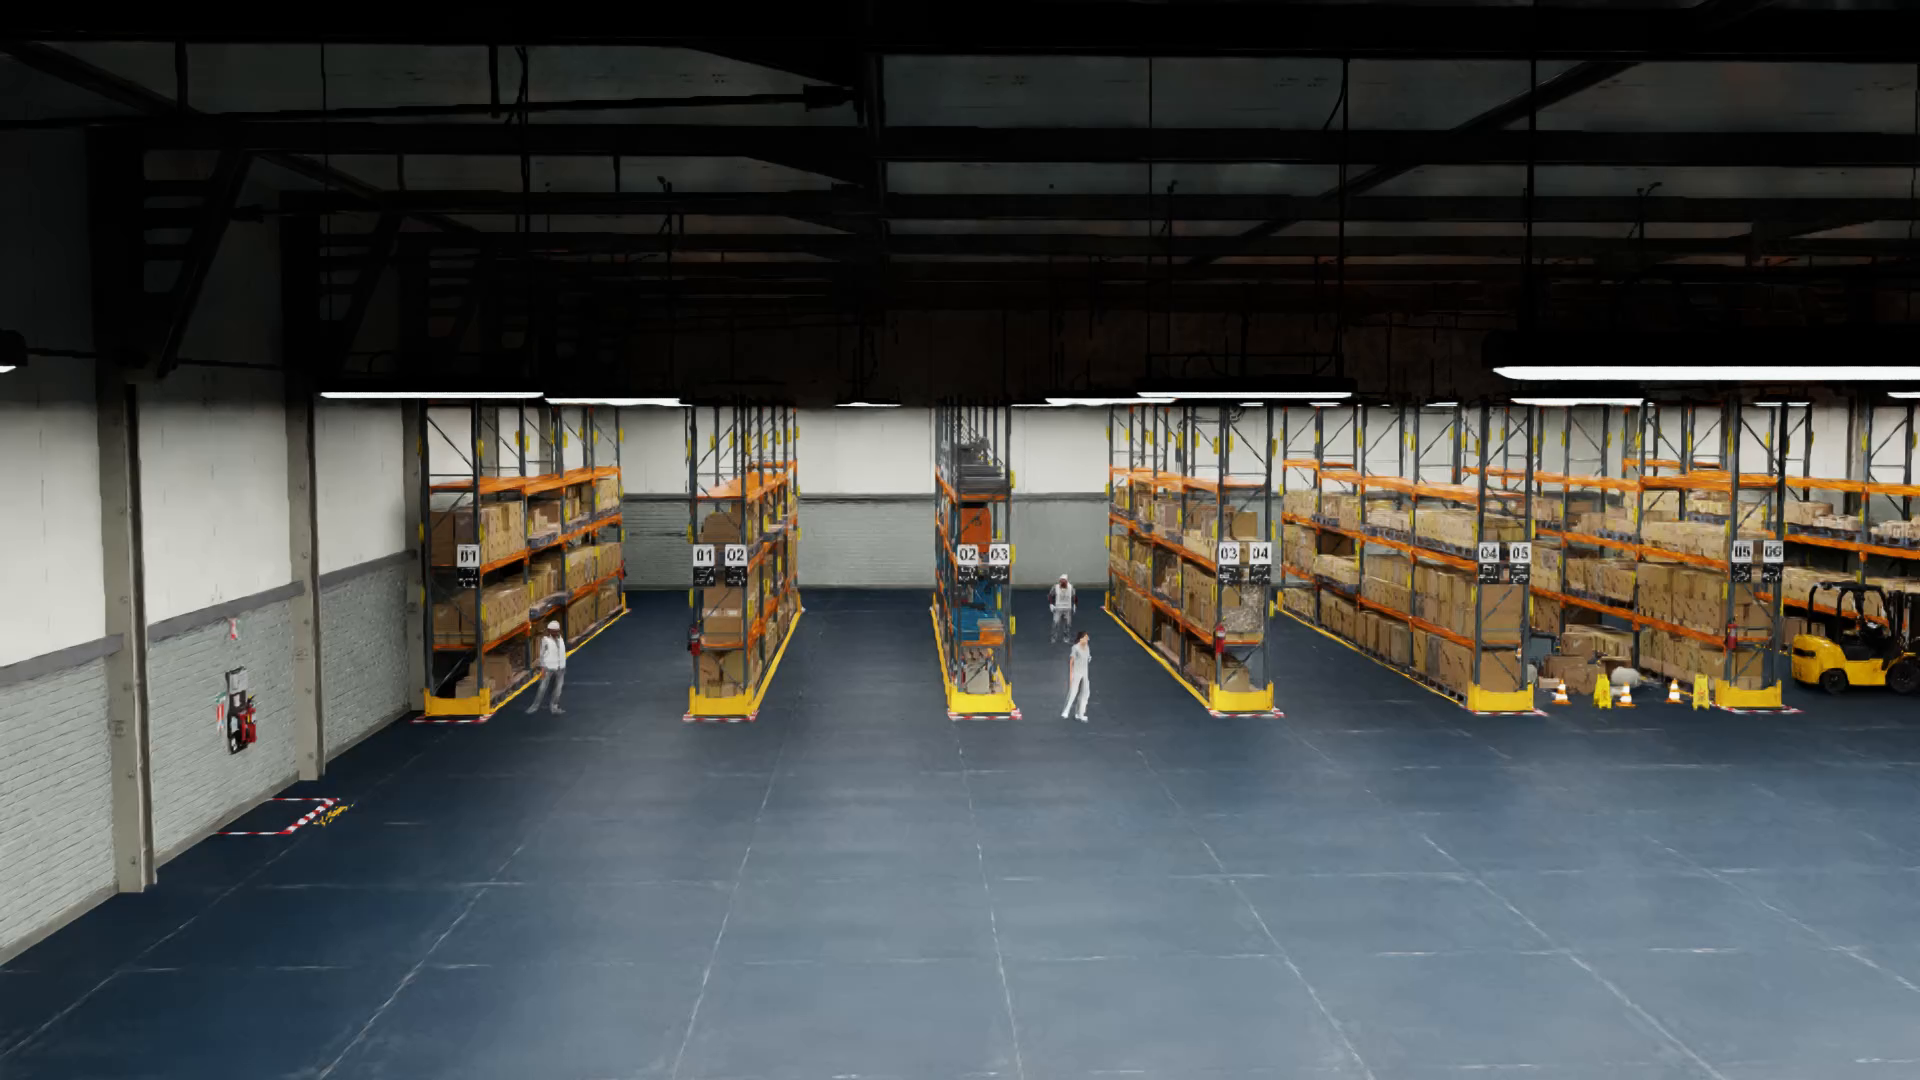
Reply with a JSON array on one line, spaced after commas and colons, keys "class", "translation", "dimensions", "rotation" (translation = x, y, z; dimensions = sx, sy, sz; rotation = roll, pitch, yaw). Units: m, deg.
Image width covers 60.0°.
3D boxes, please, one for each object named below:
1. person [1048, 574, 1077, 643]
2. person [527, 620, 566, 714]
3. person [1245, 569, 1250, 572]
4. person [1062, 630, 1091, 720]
[{"class": "person", "translation": [2.506, 1.671, 40.598], "dimensions": [0.702, 1.735, 0.549], "rotation": [0, 5, -3]}, {"class": "person", "translation": [-7.749, 2.389, 31.206], "dimensions": [0.728, 1.764, 0.488], "rotation": [-4, 6, -44]}, {"class": "person", "translation": [8.798, 0.974, 49.997], "dimensions": [0.551, 1.652, 0.594], "rotation": [-3, 5, -29]}, {"class": "person", "translation": [2.139, 2.468, 30.723], "dimensions": [0.505, 1.629, 0.530], "rotation": [-4, 6, -38]}]
